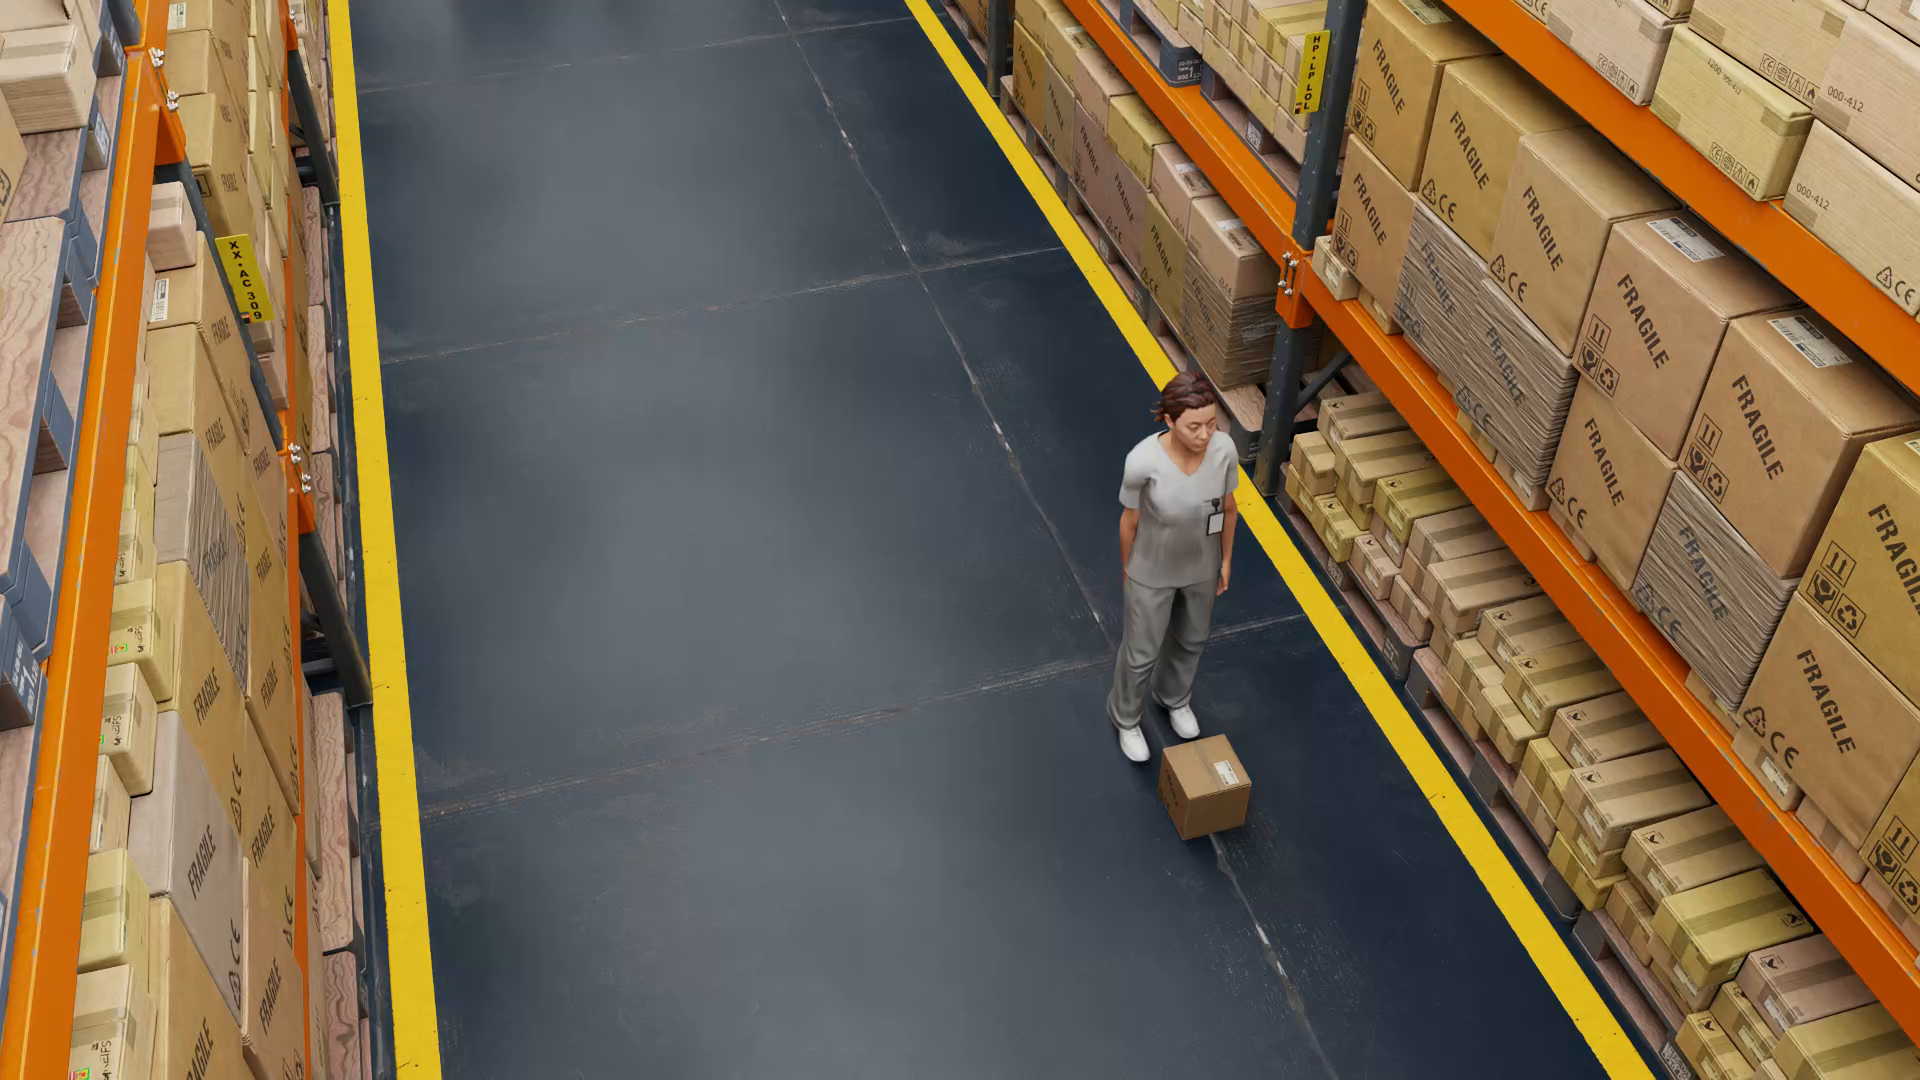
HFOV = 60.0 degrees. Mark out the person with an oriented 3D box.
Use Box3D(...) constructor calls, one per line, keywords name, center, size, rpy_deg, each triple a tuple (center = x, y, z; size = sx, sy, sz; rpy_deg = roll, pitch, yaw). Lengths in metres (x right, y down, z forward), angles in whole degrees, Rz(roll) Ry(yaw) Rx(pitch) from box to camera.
Box3D(name="person", center=(0.784, 0.103, 6.052), size=(0.441, 1.669, 0.403), rpy_deg=(-11, 44, -12))
